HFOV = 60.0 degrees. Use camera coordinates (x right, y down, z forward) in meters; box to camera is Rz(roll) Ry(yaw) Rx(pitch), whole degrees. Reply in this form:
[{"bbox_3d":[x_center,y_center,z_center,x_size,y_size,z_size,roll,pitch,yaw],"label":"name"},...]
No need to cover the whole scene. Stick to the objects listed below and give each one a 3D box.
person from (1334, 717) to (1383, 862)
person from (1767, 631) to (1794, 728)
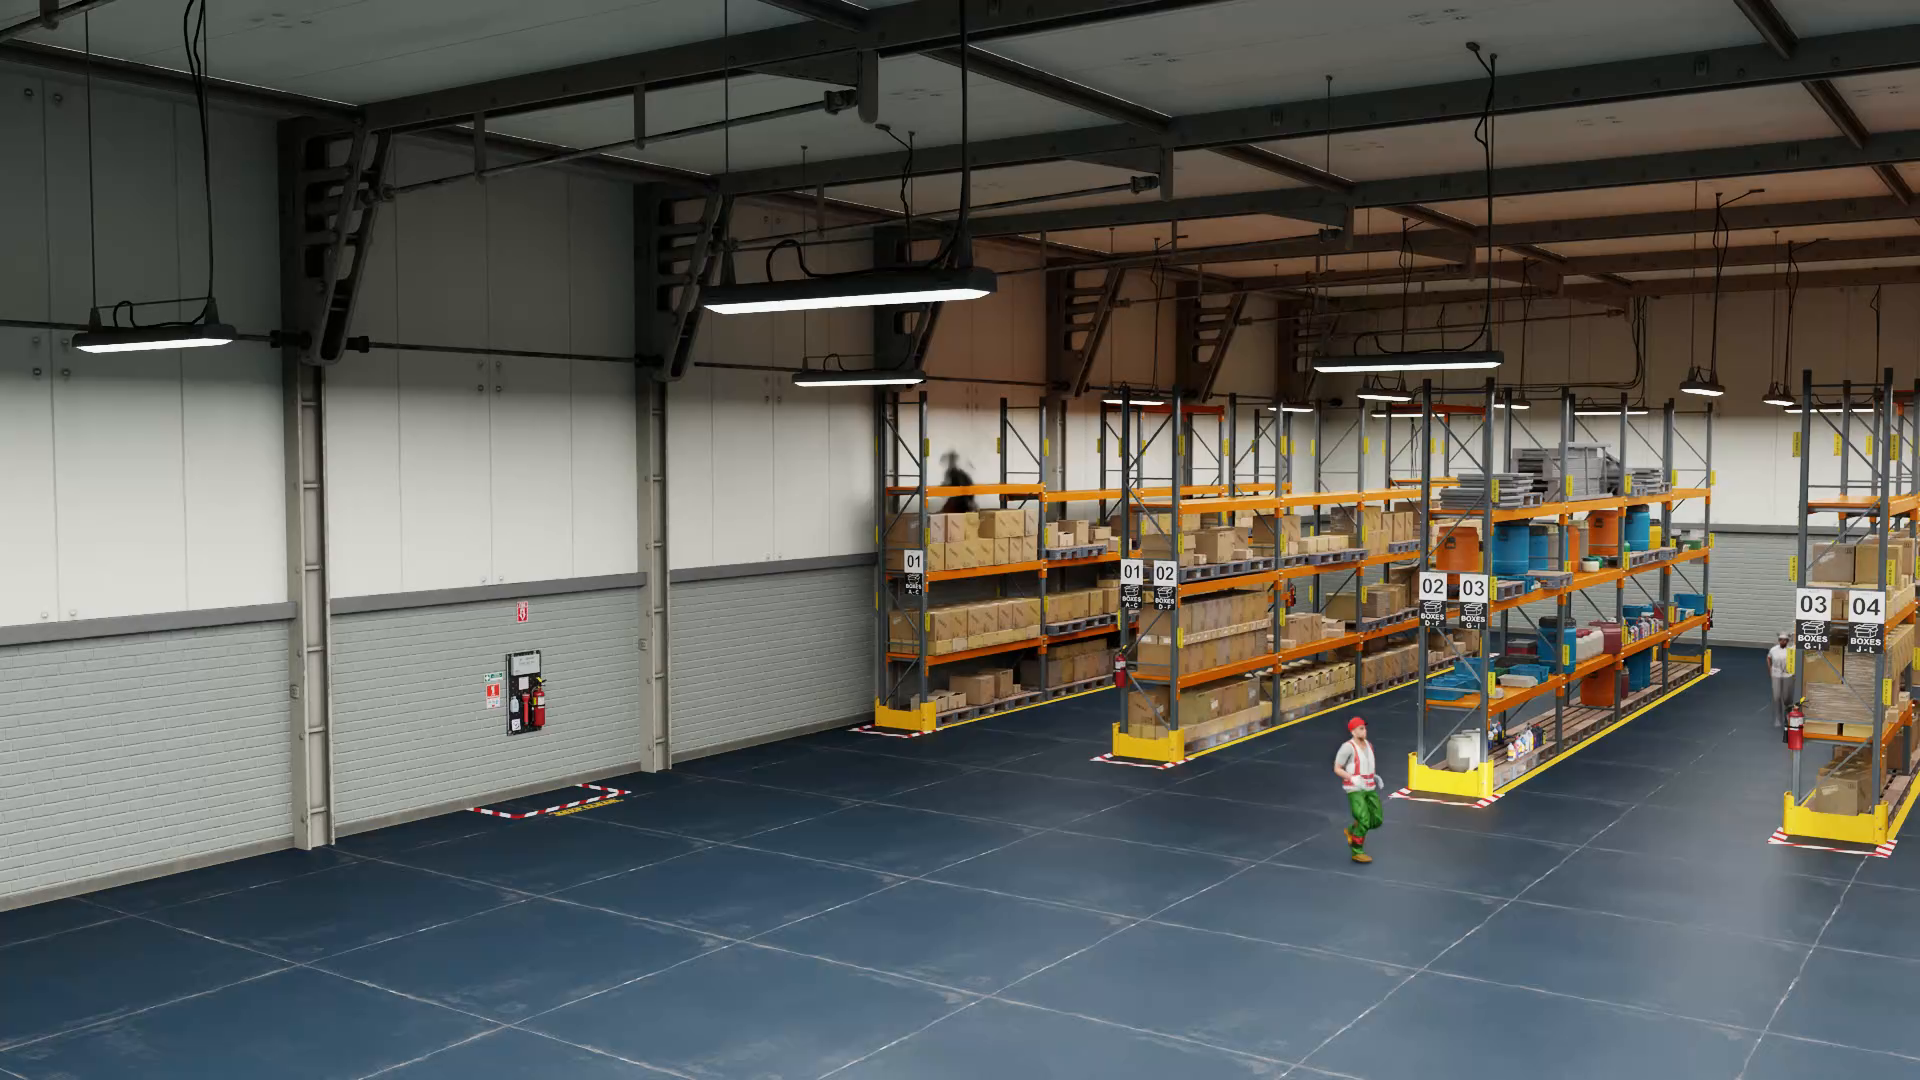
[{"bbox_3d":[4.833,3.014,20.122,0.652,1.738,0.615,-2,4,-33],"label":"person"},{"bbox_3d":[14.820,2.494,29.987,0.548,1.717,0.796,2,4,34],"label":"person"}]
